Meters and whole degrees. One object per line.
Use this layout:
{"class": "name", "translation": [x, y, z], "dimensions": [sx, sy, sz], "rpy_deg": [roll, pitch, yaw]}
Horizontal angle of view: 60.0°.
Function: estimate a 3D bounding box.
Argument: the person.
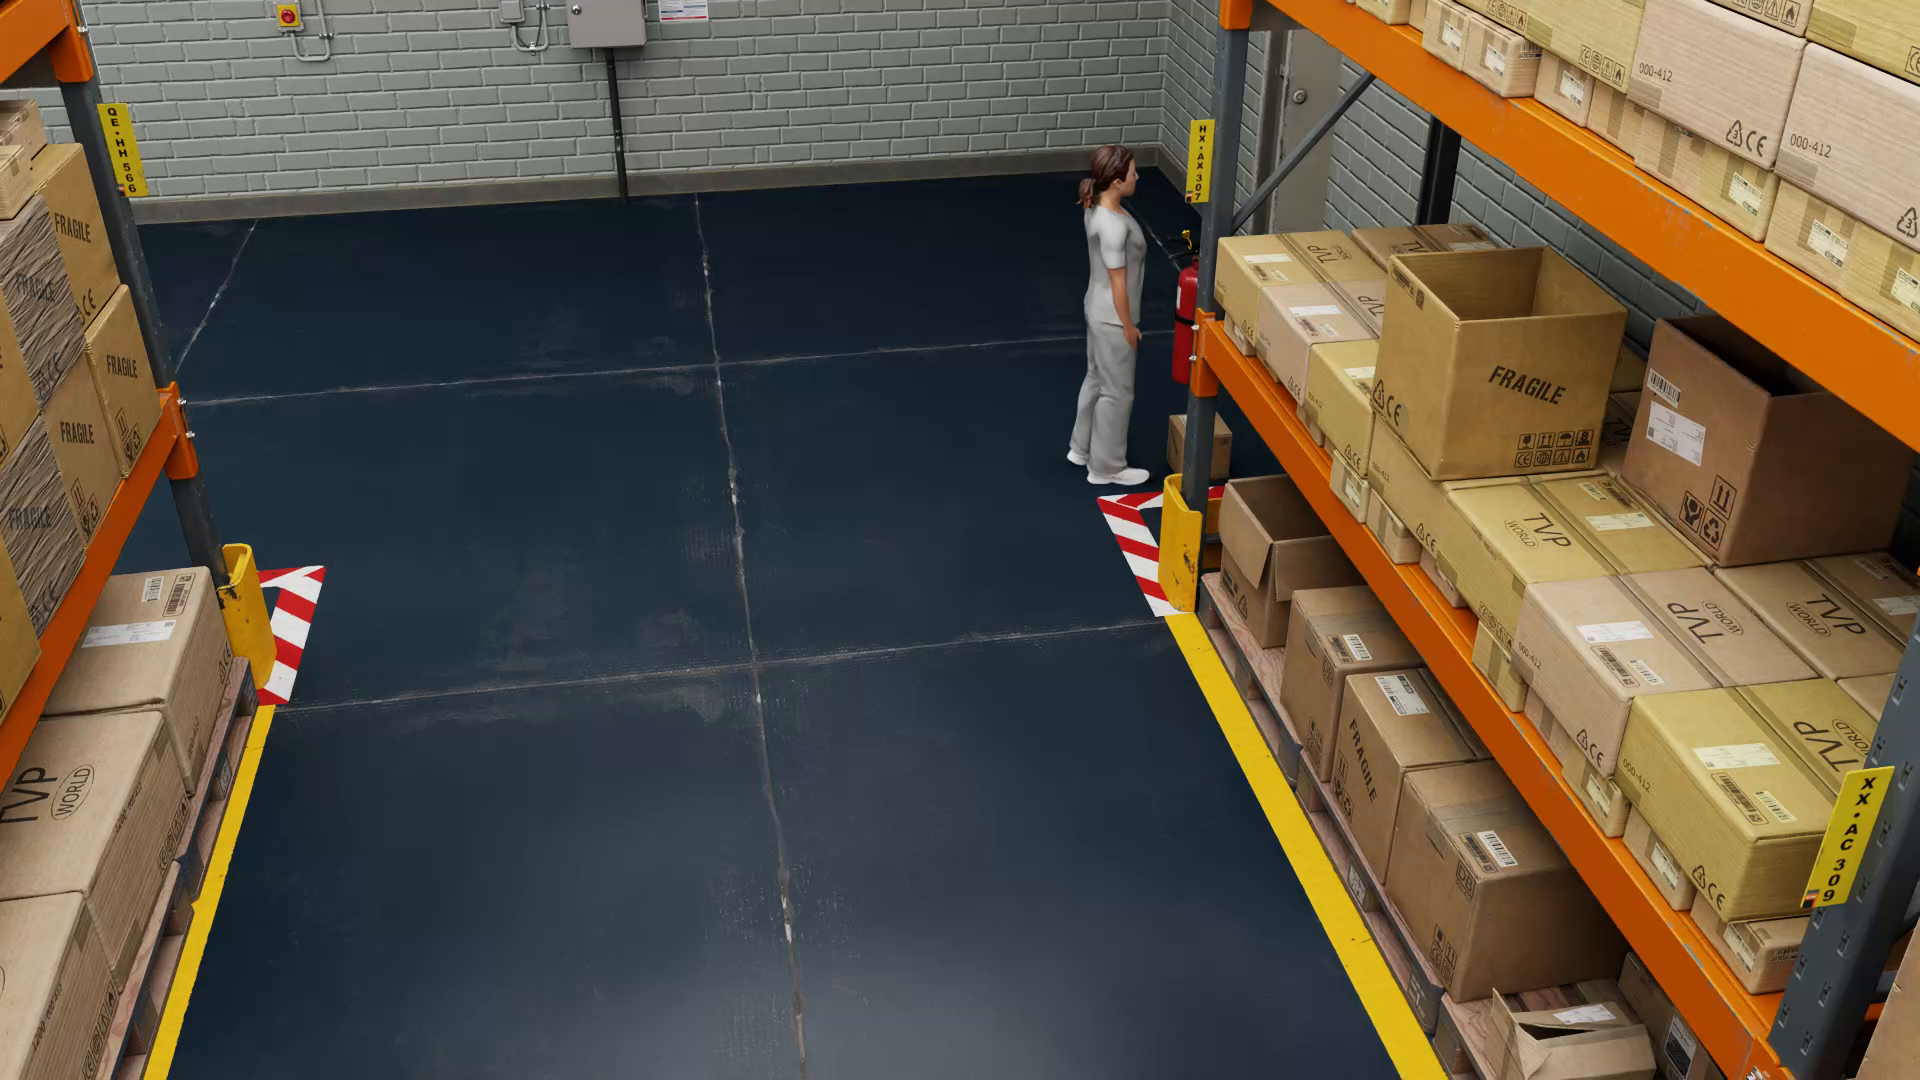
{"class": "person", "translation": [0.729, -1.035, 7.930], "dimensions": [0.407, 1.728, 0.442], "rpy_deg": [-2, 31, -3]}
